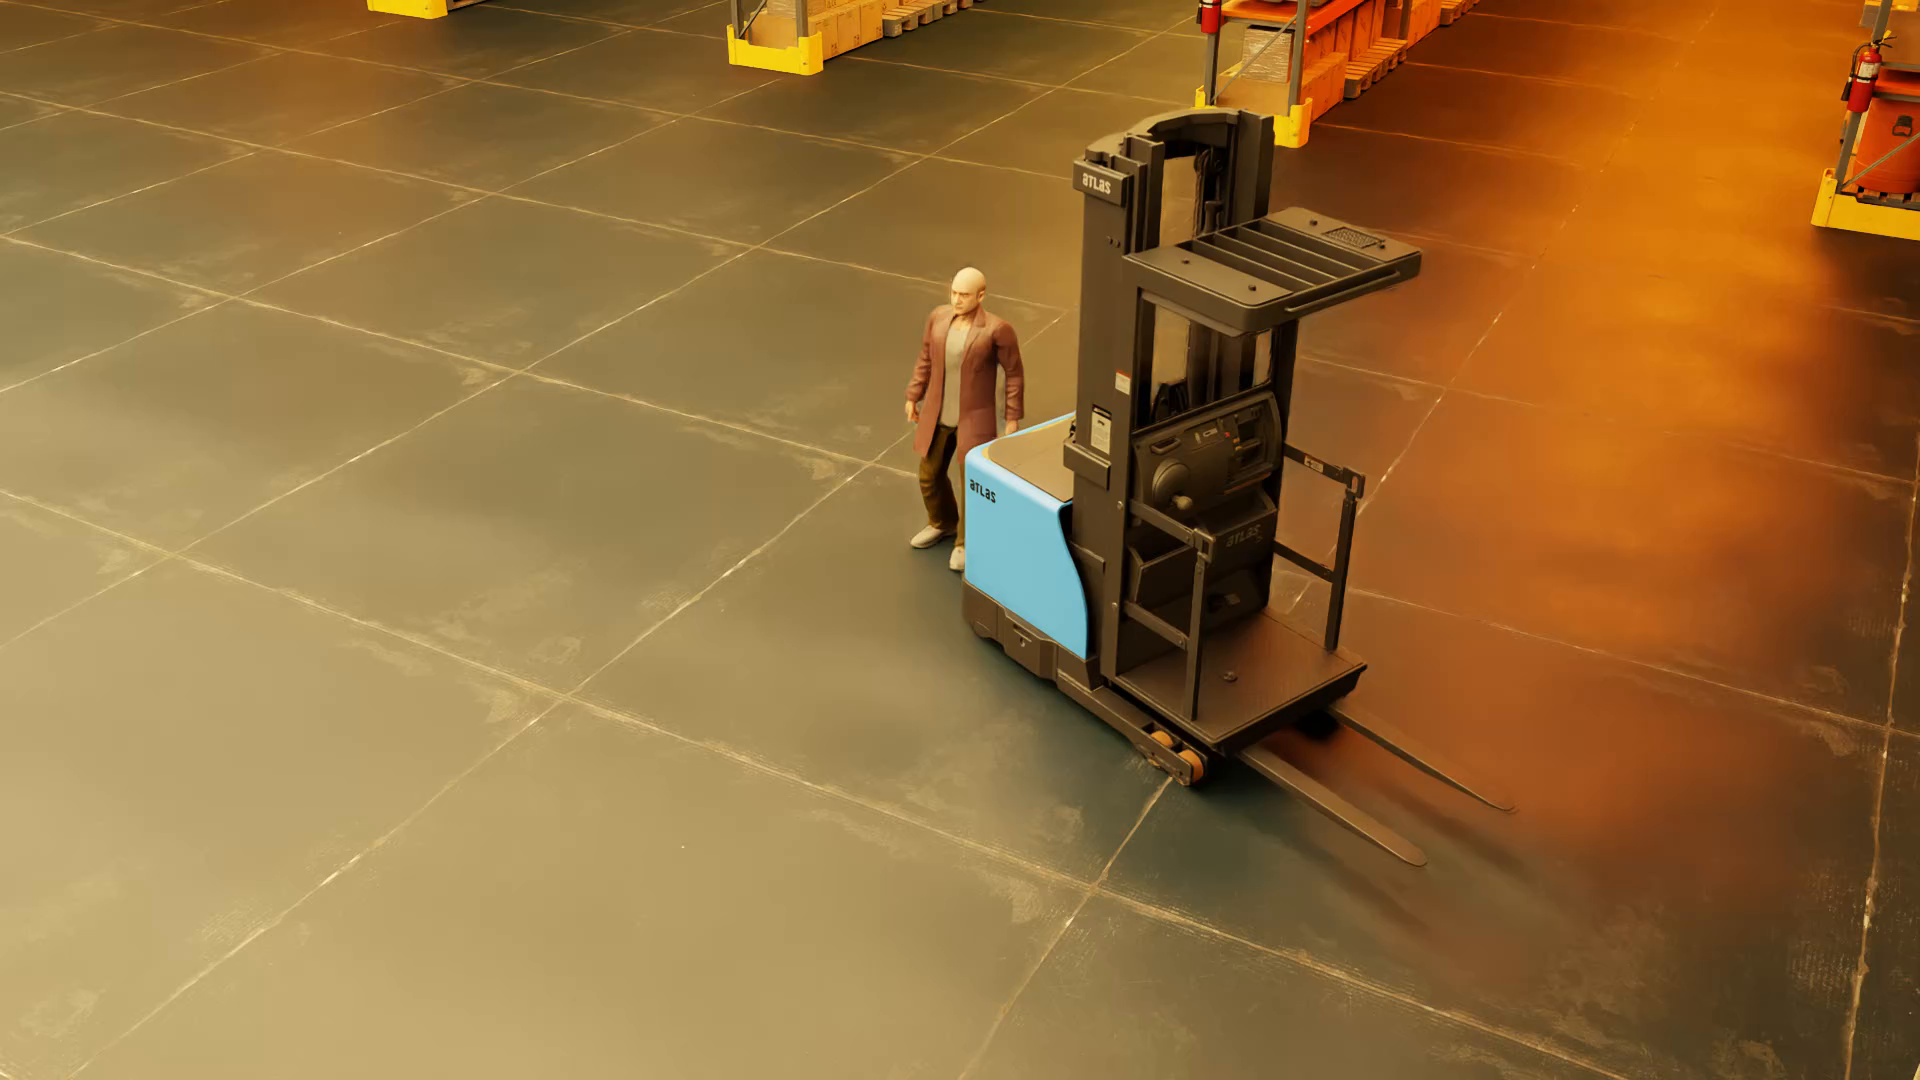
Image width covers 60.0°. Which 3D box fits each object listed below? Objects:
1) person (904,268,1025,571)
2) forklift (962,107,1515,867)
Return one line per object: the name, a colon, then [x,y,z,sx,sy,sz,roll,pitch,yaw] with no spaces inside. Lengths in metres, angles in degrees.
person: [-0.026,-0.689,9.456,0.735,1.754,0.517,13,32,21]
forklift: [1.309,-0.375,7.720,1.130,2.935,3.031,-21,36,-32]
